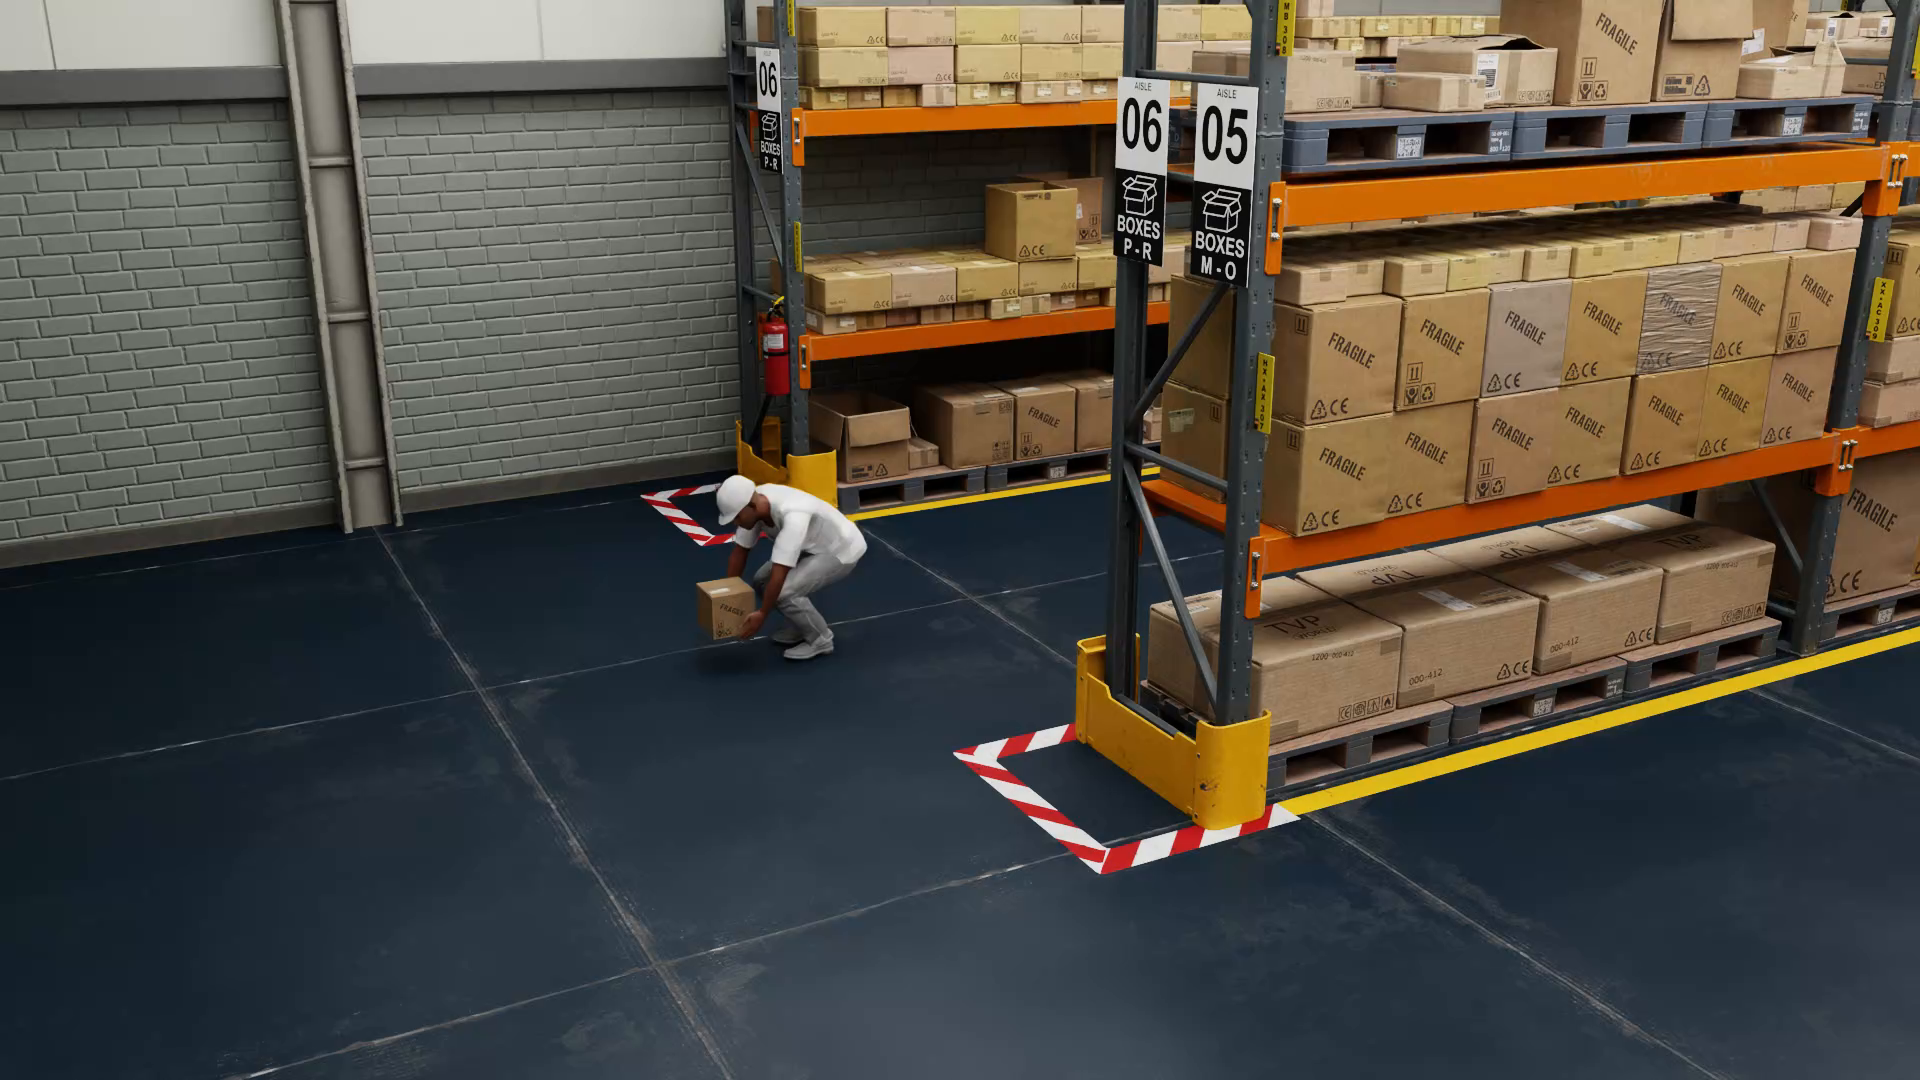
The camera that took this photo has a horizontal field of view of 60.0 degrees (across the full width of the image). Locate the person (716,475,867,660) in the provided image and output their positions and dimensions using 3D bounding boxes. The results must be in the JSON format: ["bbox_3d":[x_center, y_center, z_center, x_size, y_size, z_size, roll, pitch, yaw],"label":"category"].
[{"bbox_3d":[-0.933,0.122,9.232,0.867,1.091,0.599,-10,21,-27],"label":"person"}]
